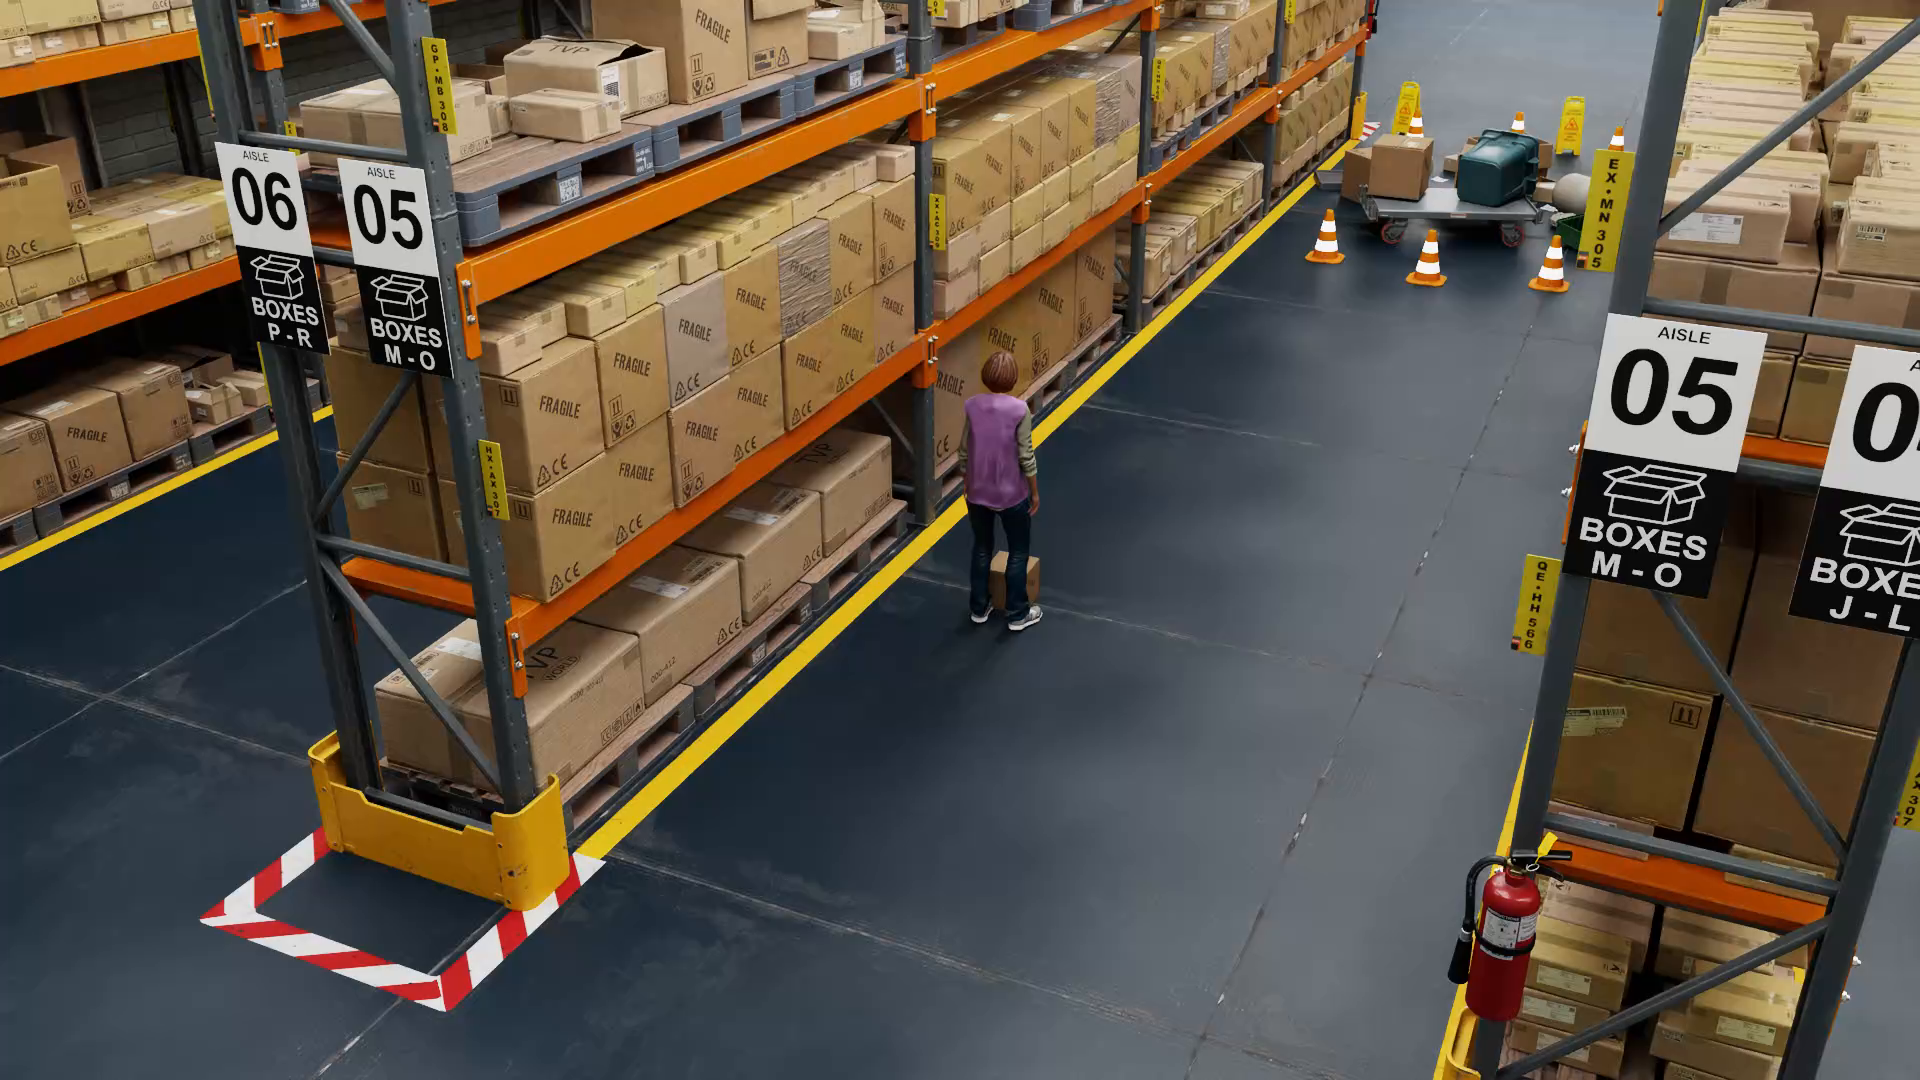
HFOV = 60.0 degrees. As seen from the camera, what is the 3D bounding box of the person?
[{"bbox_3d":[0.211,-0.253,9.136,0.460,1.591,0.345,11,28,21],"label":"person"}]
